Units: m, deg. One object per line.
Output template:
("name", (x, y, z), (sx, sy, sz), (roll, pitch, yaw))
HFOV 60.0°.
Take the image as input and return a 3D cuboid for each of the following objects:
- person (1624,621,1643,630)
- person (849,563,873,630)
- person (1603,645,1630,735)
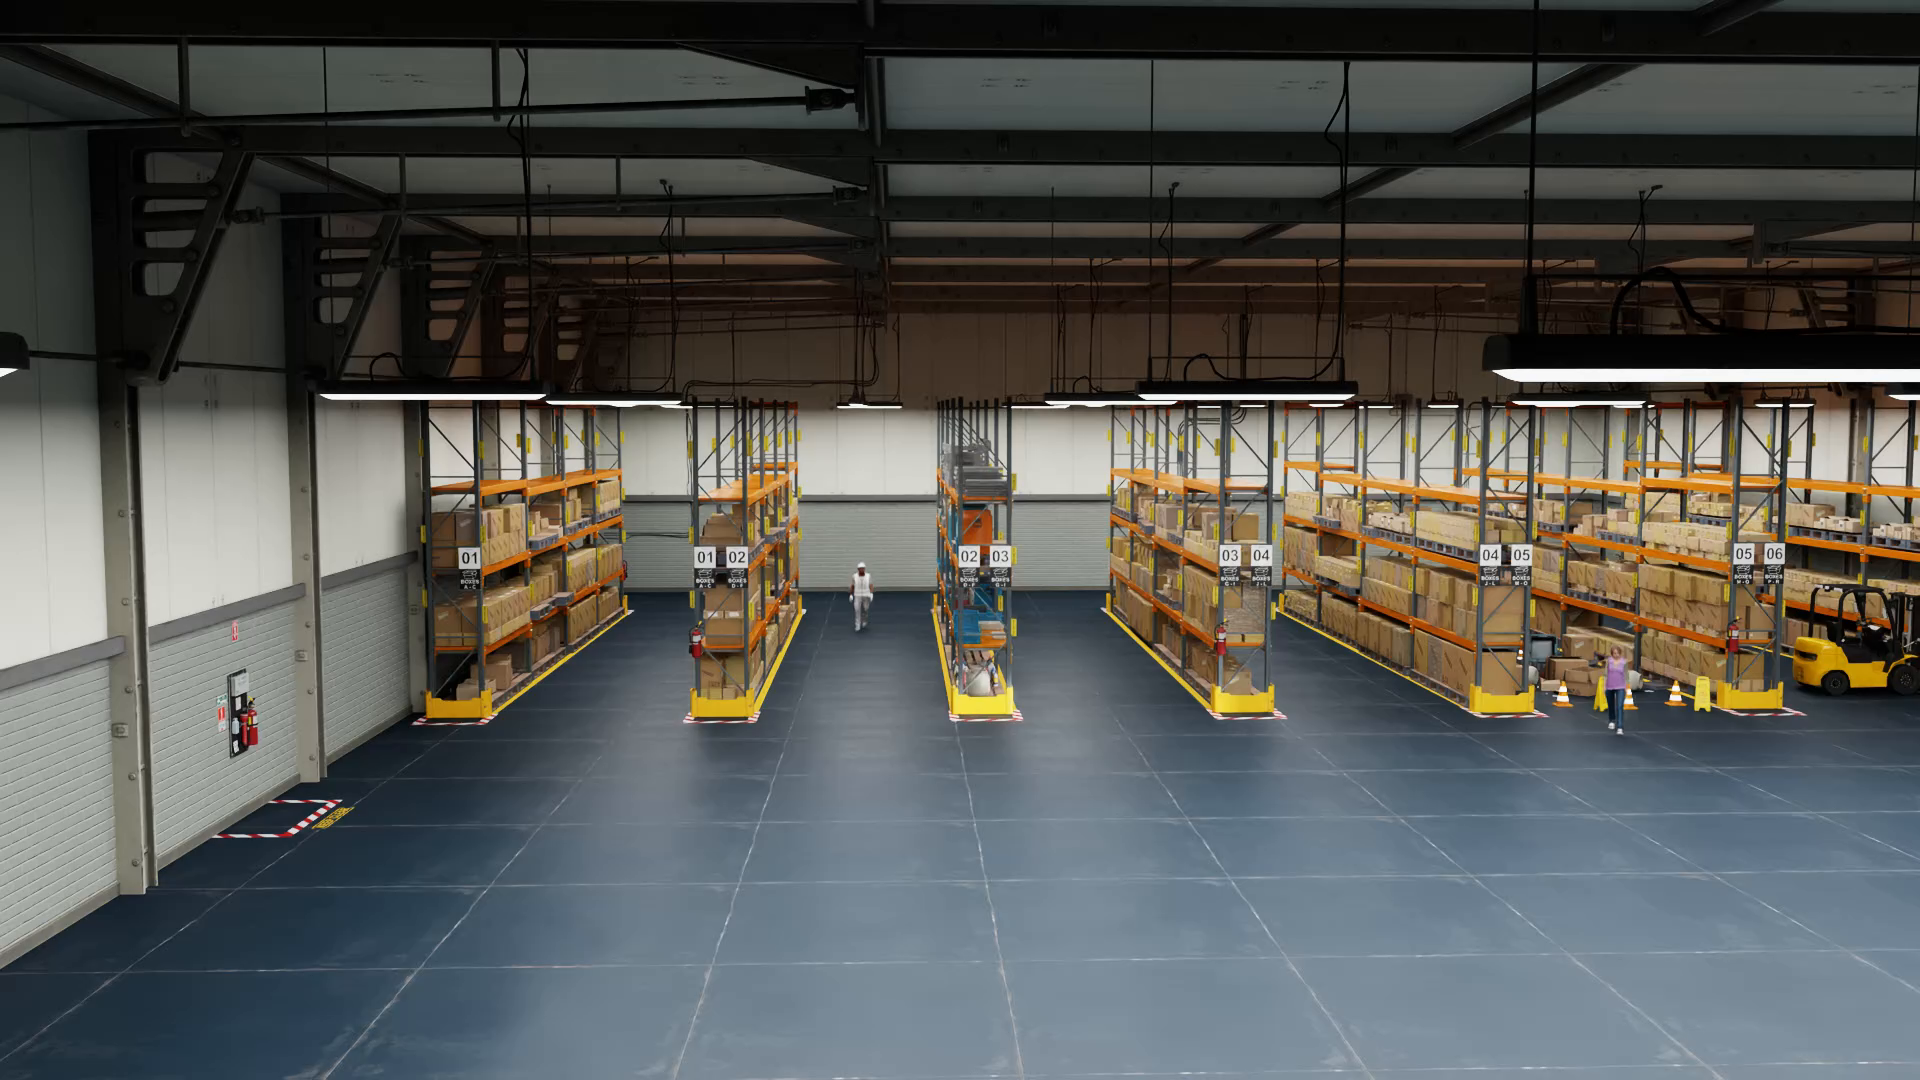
("person", (17.678, 1.473, 43.464), (0.568, 1.745, 0.530), (-2, 5, -27))
("person", (-2.578, 1.464, 43.558), (0.616, 1.715, 1.054), (-1, 4, -7))
("person", (11.680, 2.650, 29.610), (0.425, 1.561, 0.818), (3, 5, 34))
